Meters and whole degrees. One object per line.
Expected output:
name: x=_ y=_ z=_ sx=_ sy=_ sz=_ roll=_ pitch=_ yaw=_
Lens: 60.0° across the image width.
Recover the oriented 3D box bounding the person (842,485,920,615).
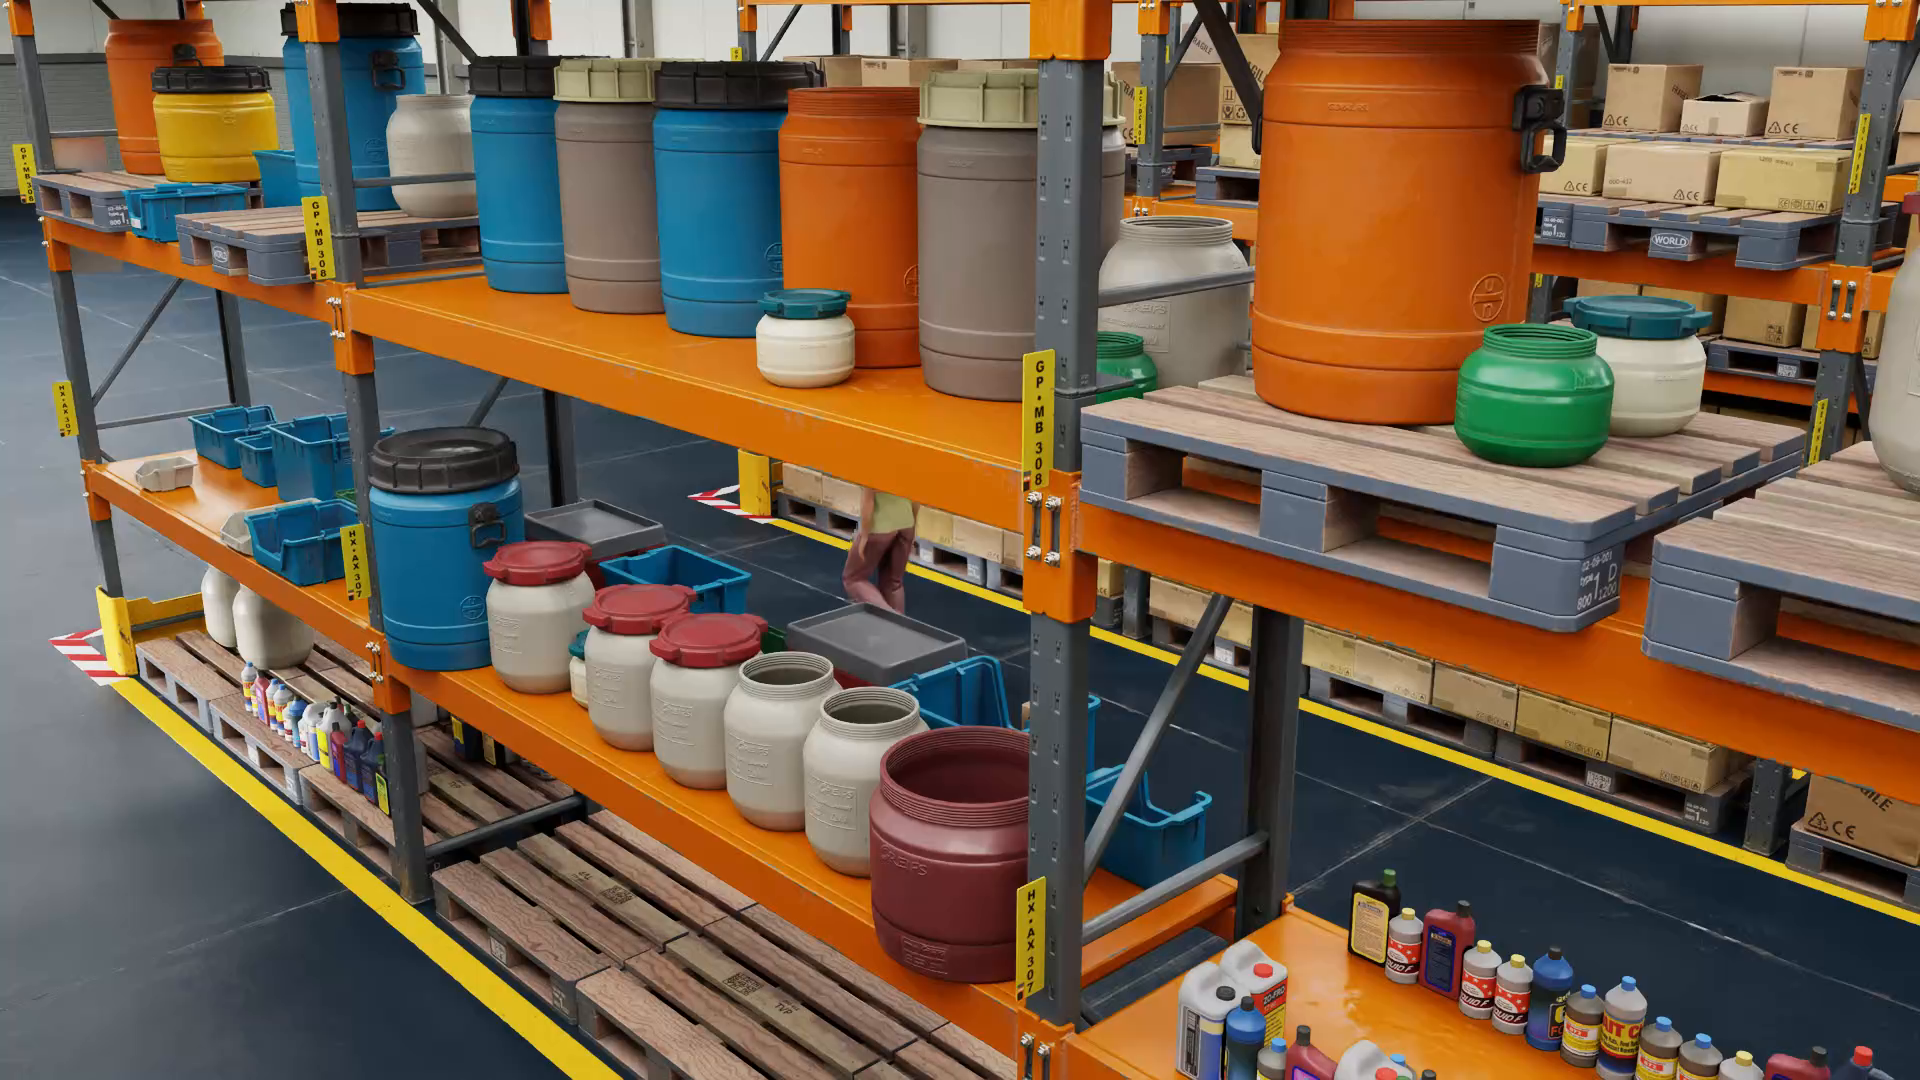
person: x=-0.435 y=-0.043 z=10.098 sx=0.479 sy=1.660 sz=0.501 roll=-13 pitch=22 yaw=-36
